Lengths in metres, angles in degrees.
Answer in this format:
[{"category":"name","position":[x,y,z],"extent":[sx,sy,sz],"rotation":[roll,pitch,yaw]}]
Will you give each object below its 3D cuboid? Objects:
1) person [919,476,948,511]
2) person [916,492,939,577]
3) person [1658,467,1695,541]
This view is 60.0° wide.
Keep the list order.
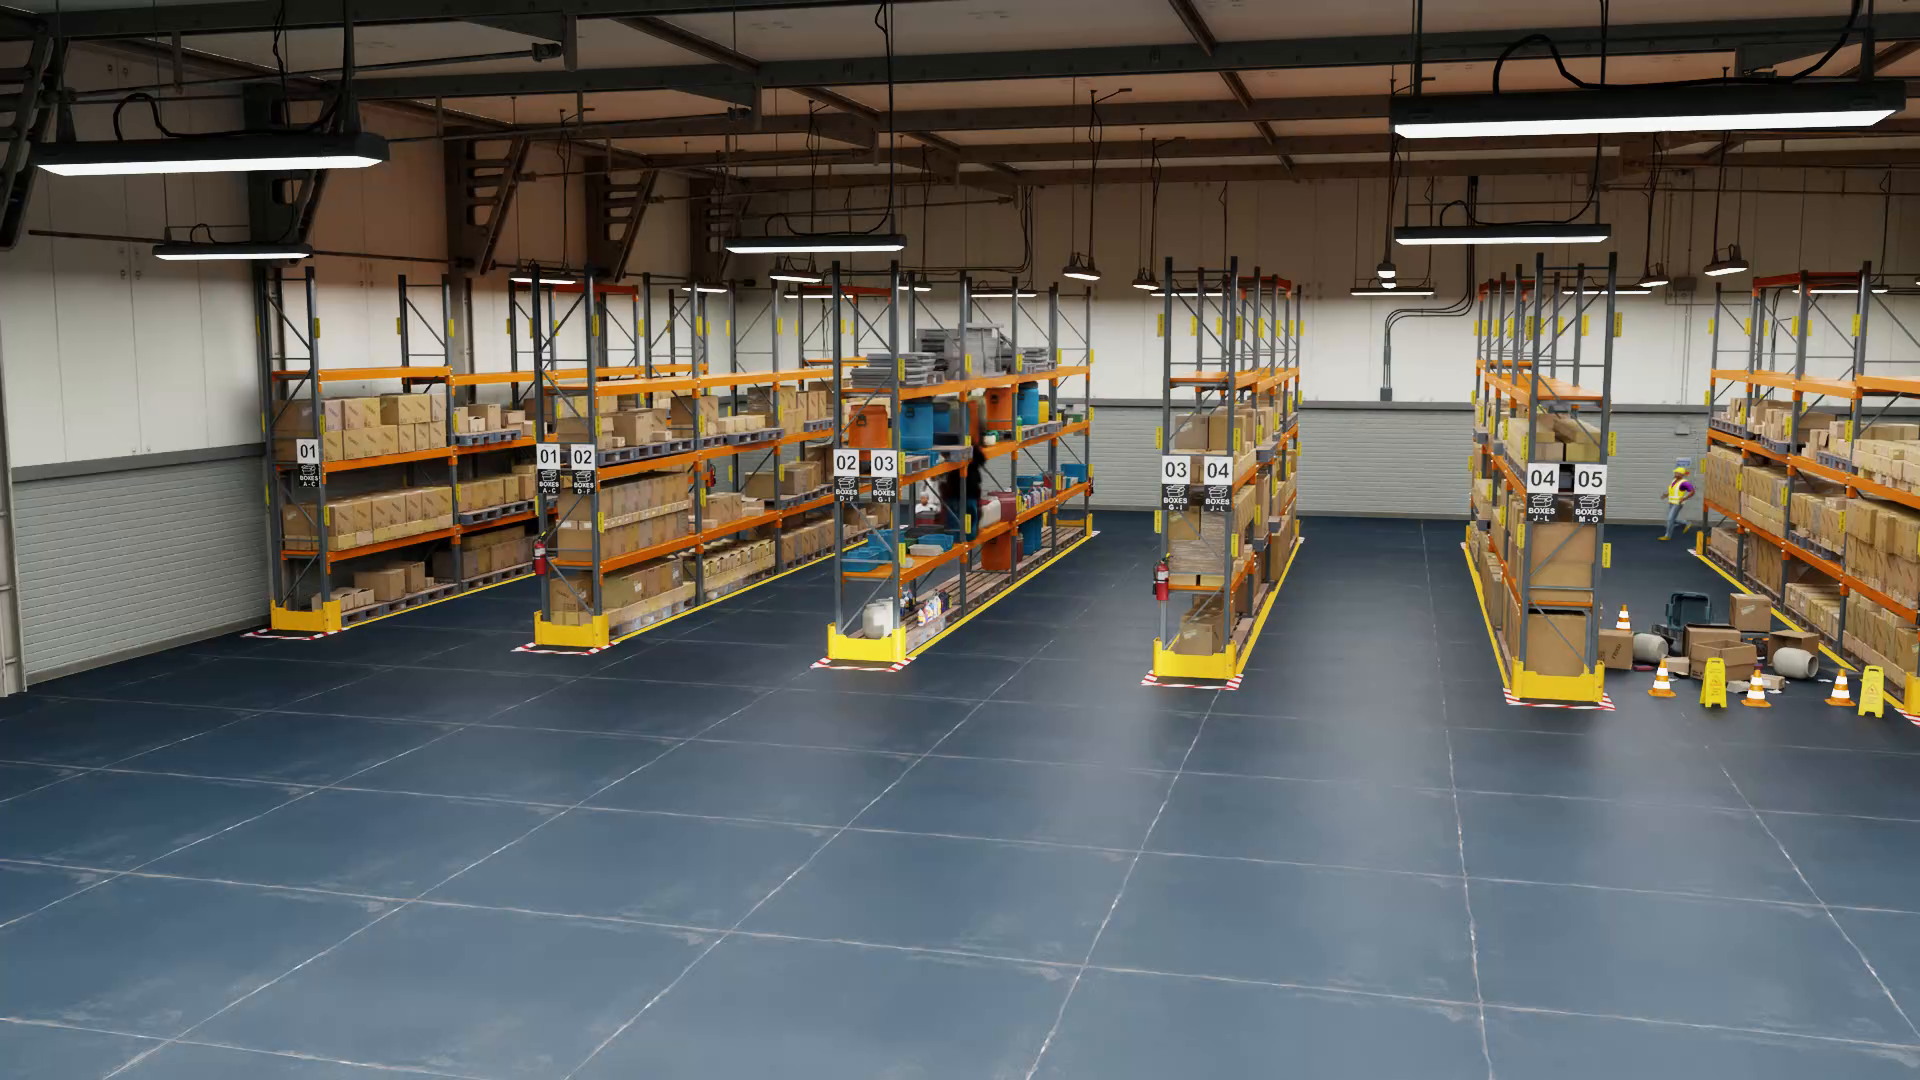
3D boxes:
[{"category":"person","position":[-0.625,-0.902,39.856],"extent":[0.688,1.738,0.517],"rotation":[-1,7,-5]},{"category":"person","position":[-0.725,-0.142,33.985],"extent":[0.604,1.688,0.856],"rotation":[1,7,10]},{"category":"person","position":[16.959,-0.850,39.344],"extent":[0.828,1.747,0.701],"rotation":[-1,7,-8]}]
